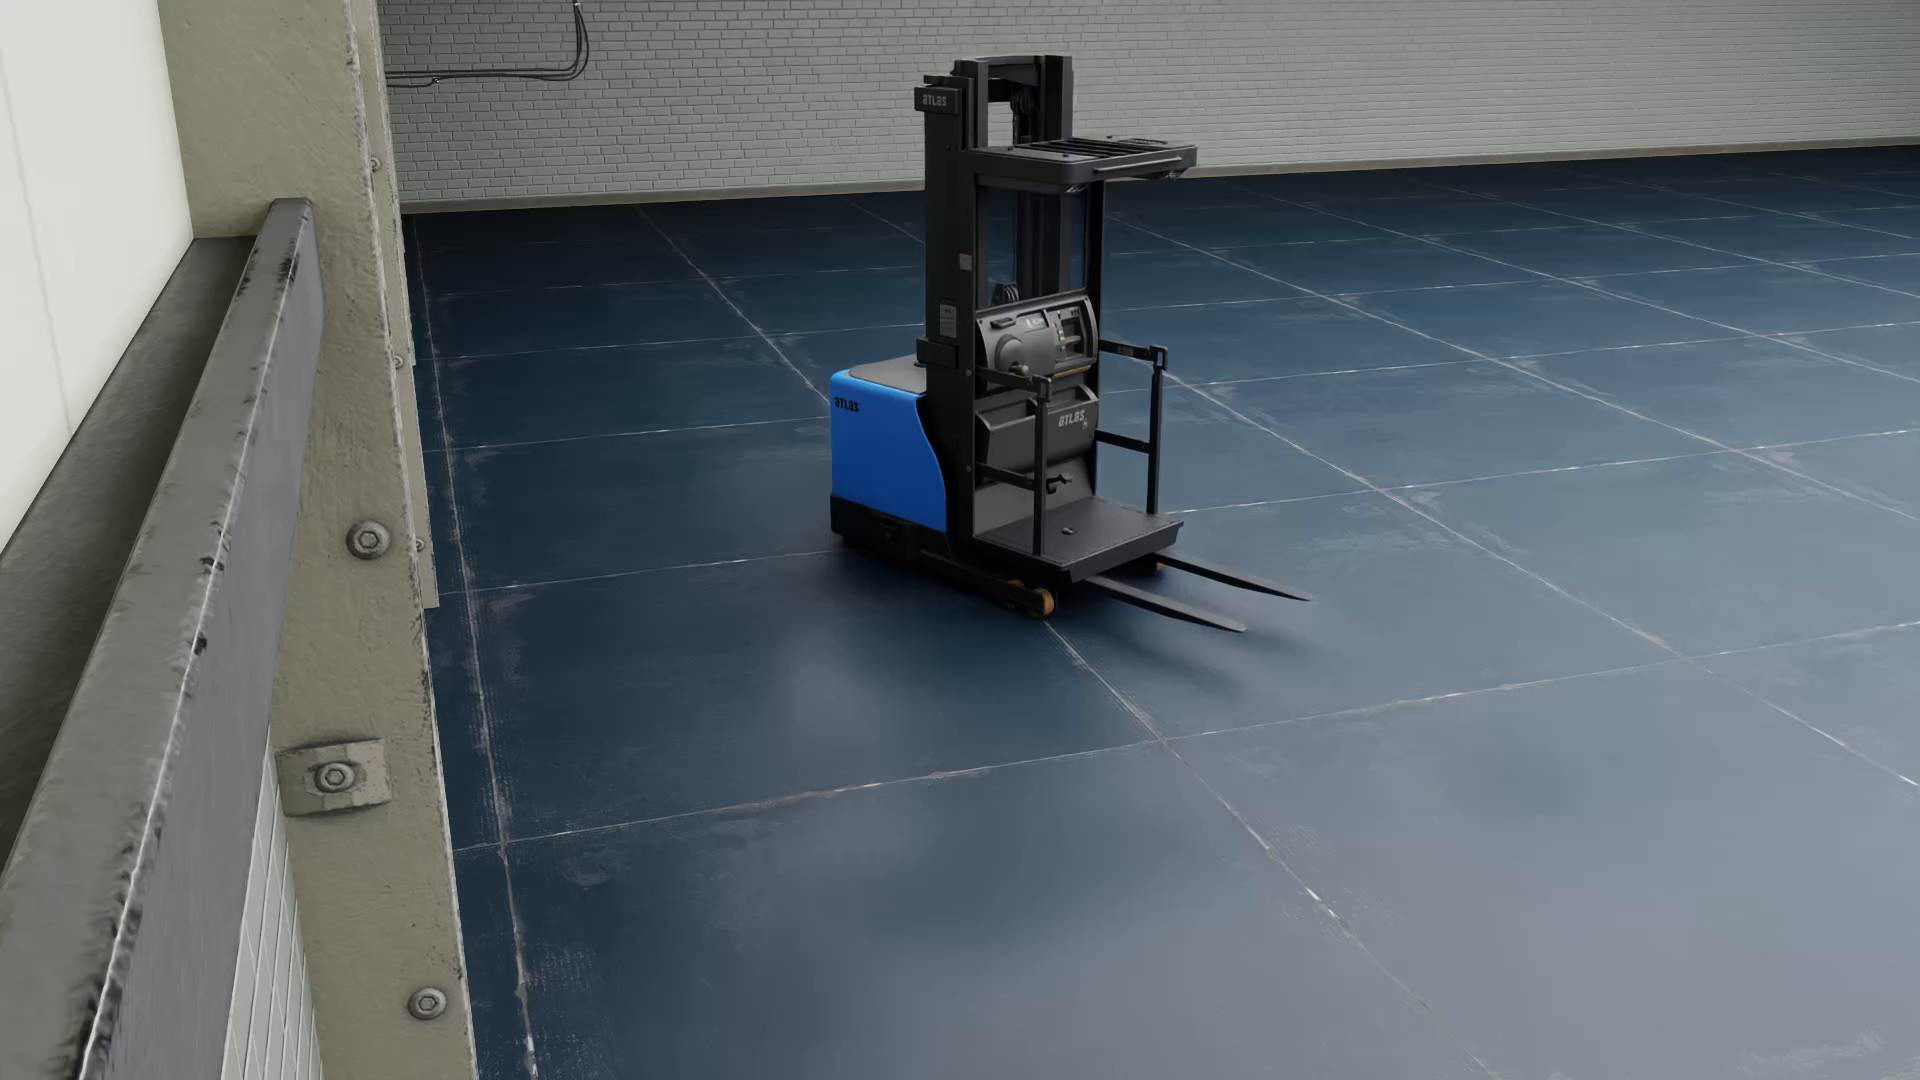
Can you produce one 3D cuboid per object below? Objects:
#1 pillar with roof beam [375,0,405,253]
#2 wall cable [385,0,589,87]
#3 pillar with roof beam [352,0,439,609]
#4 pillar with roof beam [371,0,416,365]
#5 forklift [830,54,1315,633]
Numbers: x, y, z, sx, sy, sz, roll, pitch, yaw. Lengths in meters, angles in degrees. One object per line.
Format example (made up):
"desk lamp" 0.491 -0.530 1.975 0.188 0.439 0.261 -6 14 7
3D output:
"pillar with roof beam" -2.828 -8.214 19.972 9.100 9.000 0.400 -6 21 -17
"wall cable" -6.585 -7.381 22.247 3.097 2.526 0.112 -6 21 -17
"pillar with roof beam" 0.944 -4.363 9.251 9.100 9.000 0.400 -6 21 -17
"pillar with roof beam" -0.942 -6.288 14.612 9.100 9.000 0.400 -6 21 -17
"forklift" 0.593 -1.143 9.264 3.031 2.935 1.130 19 27 42
